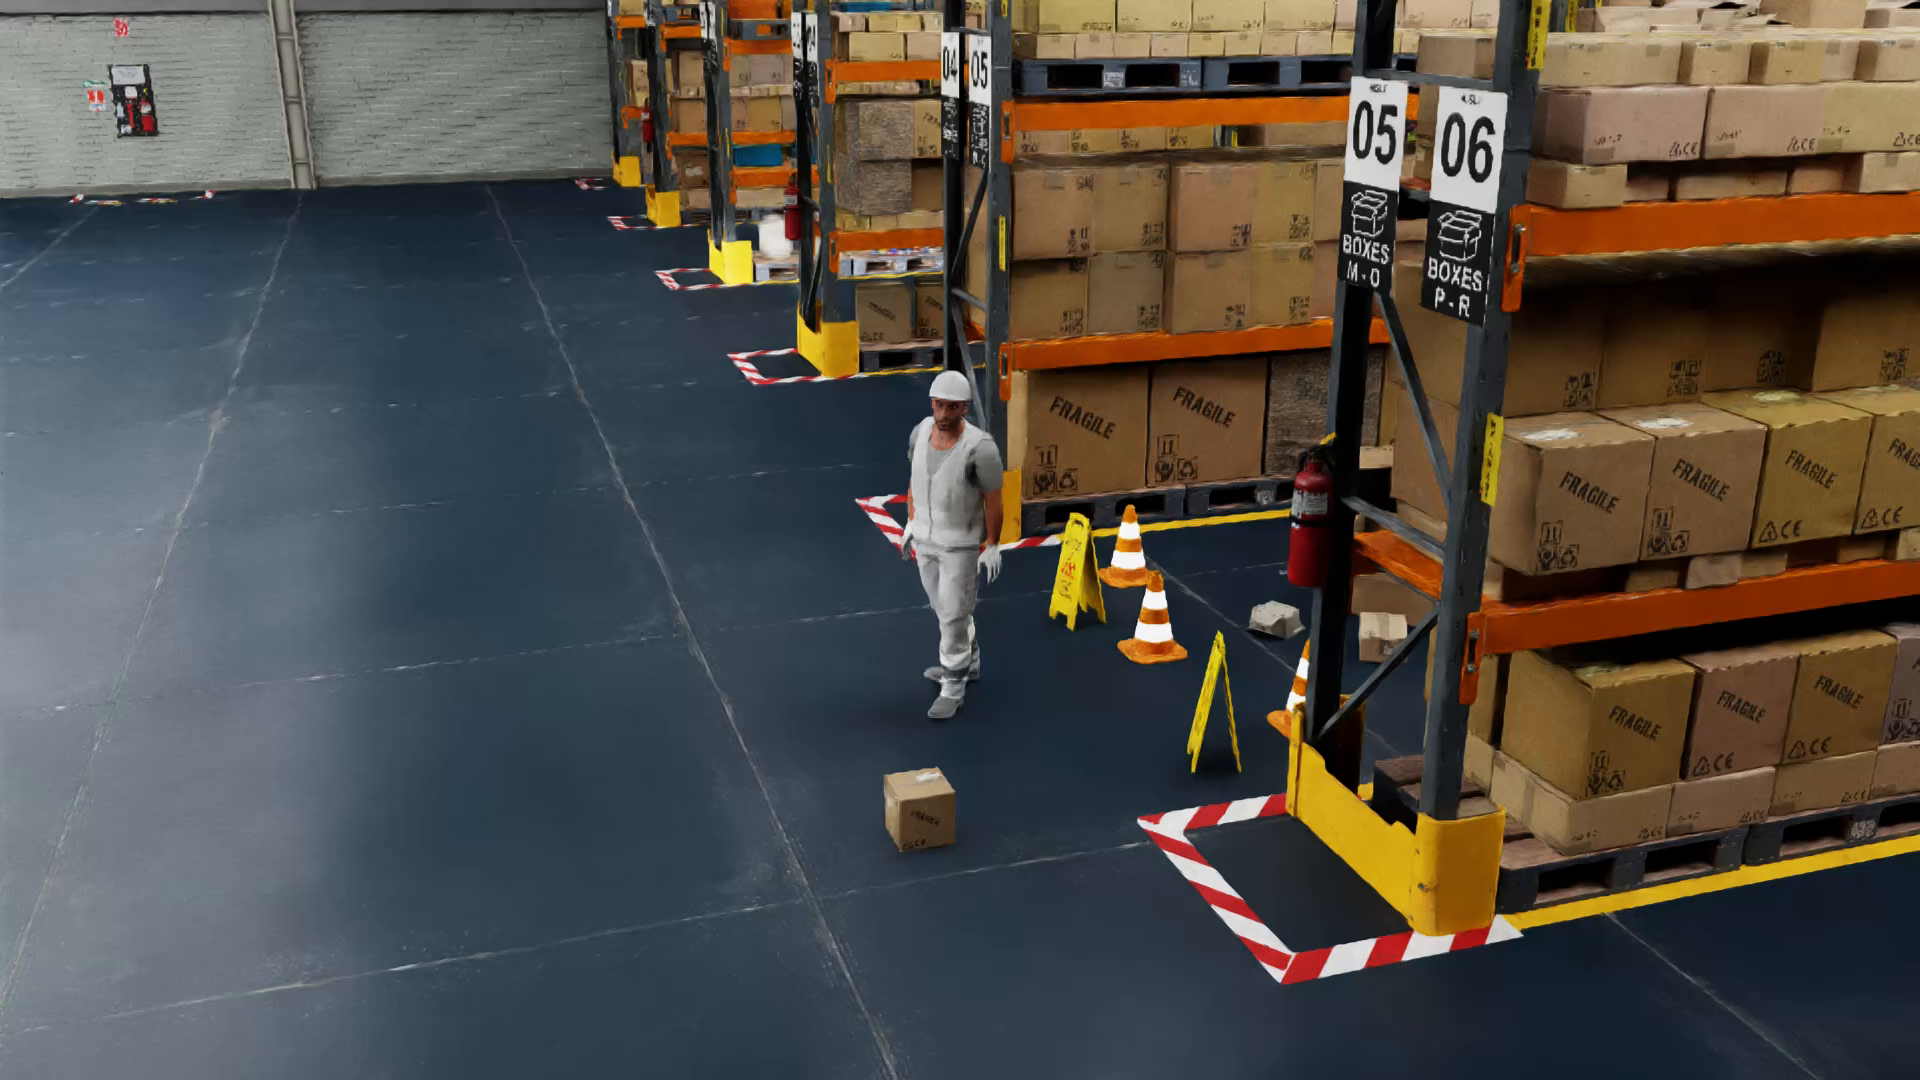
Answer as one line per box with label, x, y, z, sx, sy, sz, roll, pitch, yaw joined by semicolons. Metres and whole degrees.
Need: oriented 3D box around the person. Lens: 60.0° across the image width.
person;-0.026;-0.008;8.318;0.580;1.777;0.562;15;24;37
